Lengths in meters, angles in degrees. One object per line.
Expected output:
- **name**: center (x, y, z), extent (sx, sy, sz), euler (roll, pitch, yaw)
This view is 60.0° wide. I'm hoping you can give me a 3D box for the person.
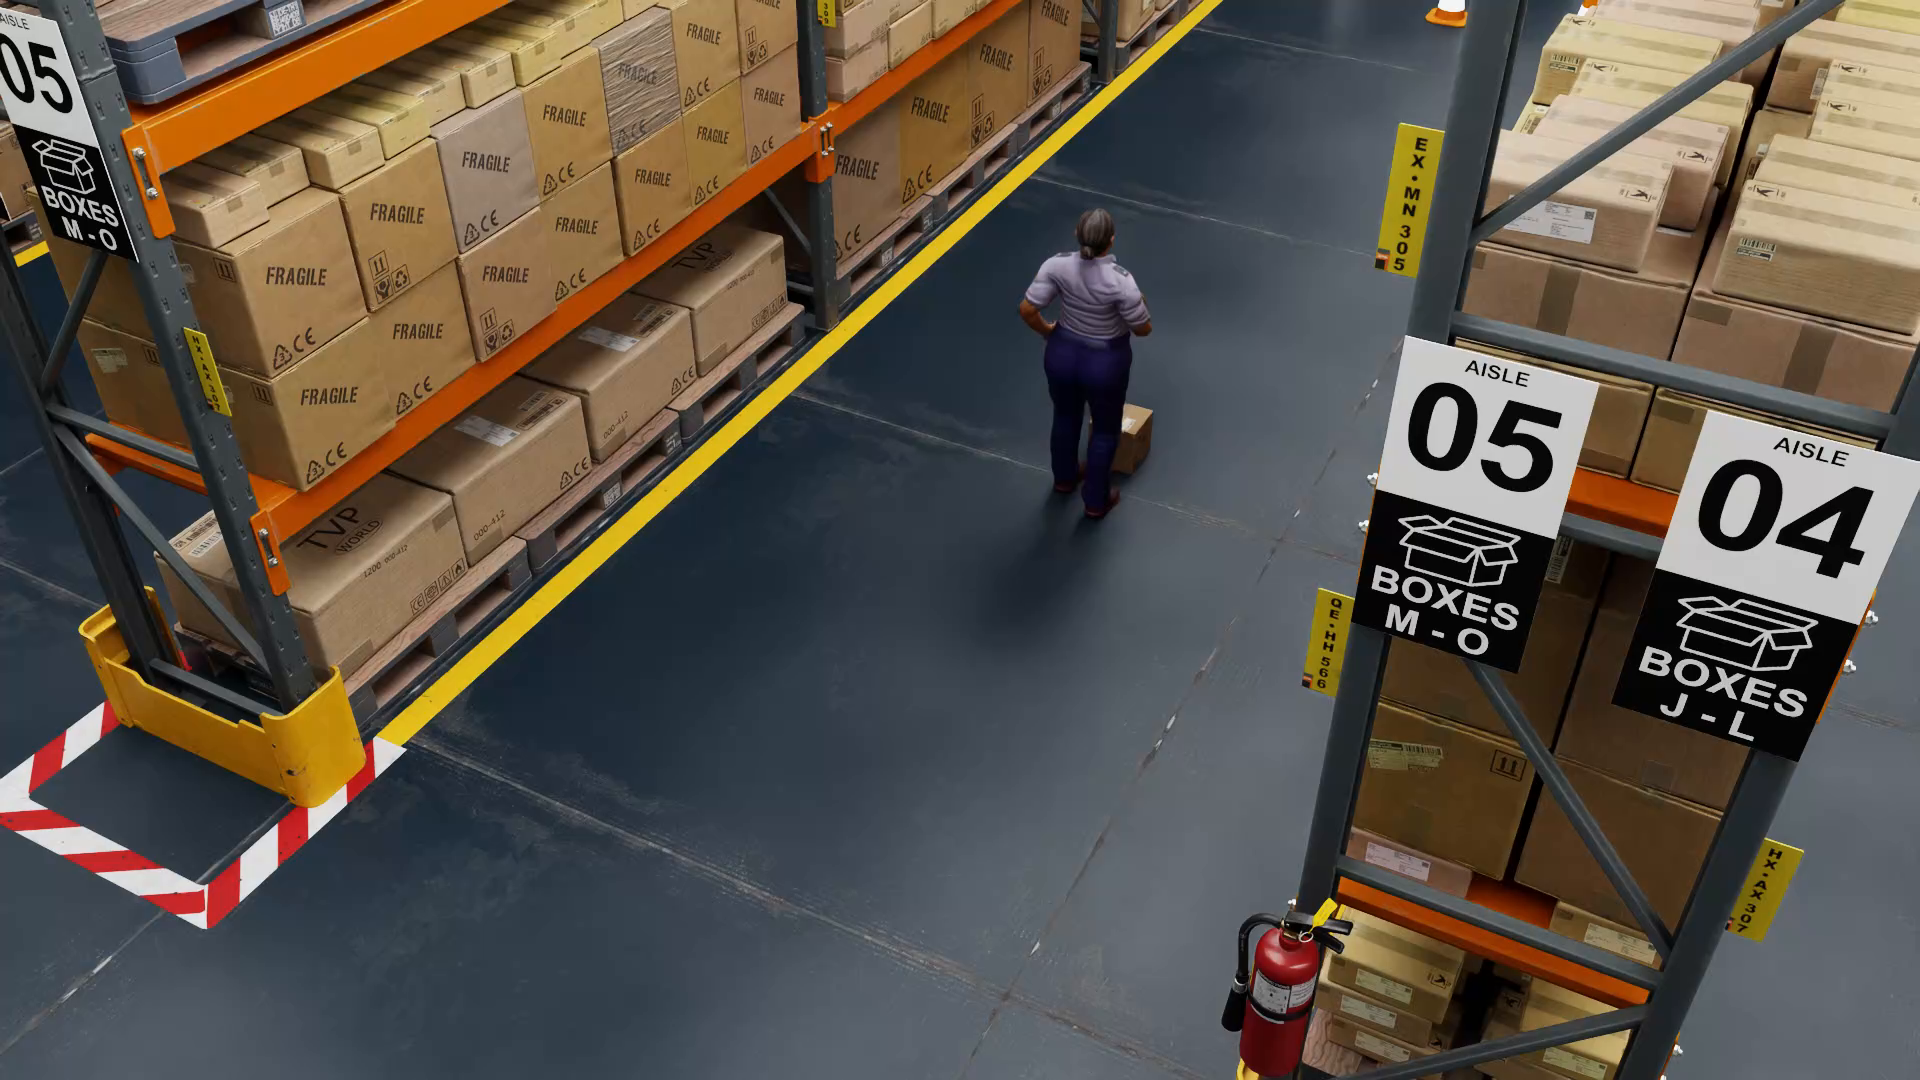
- **person**: center (0.639, -0.859, 7.857), extent (0.595, 1.662, 0.542), euler (18, 42, 22)
